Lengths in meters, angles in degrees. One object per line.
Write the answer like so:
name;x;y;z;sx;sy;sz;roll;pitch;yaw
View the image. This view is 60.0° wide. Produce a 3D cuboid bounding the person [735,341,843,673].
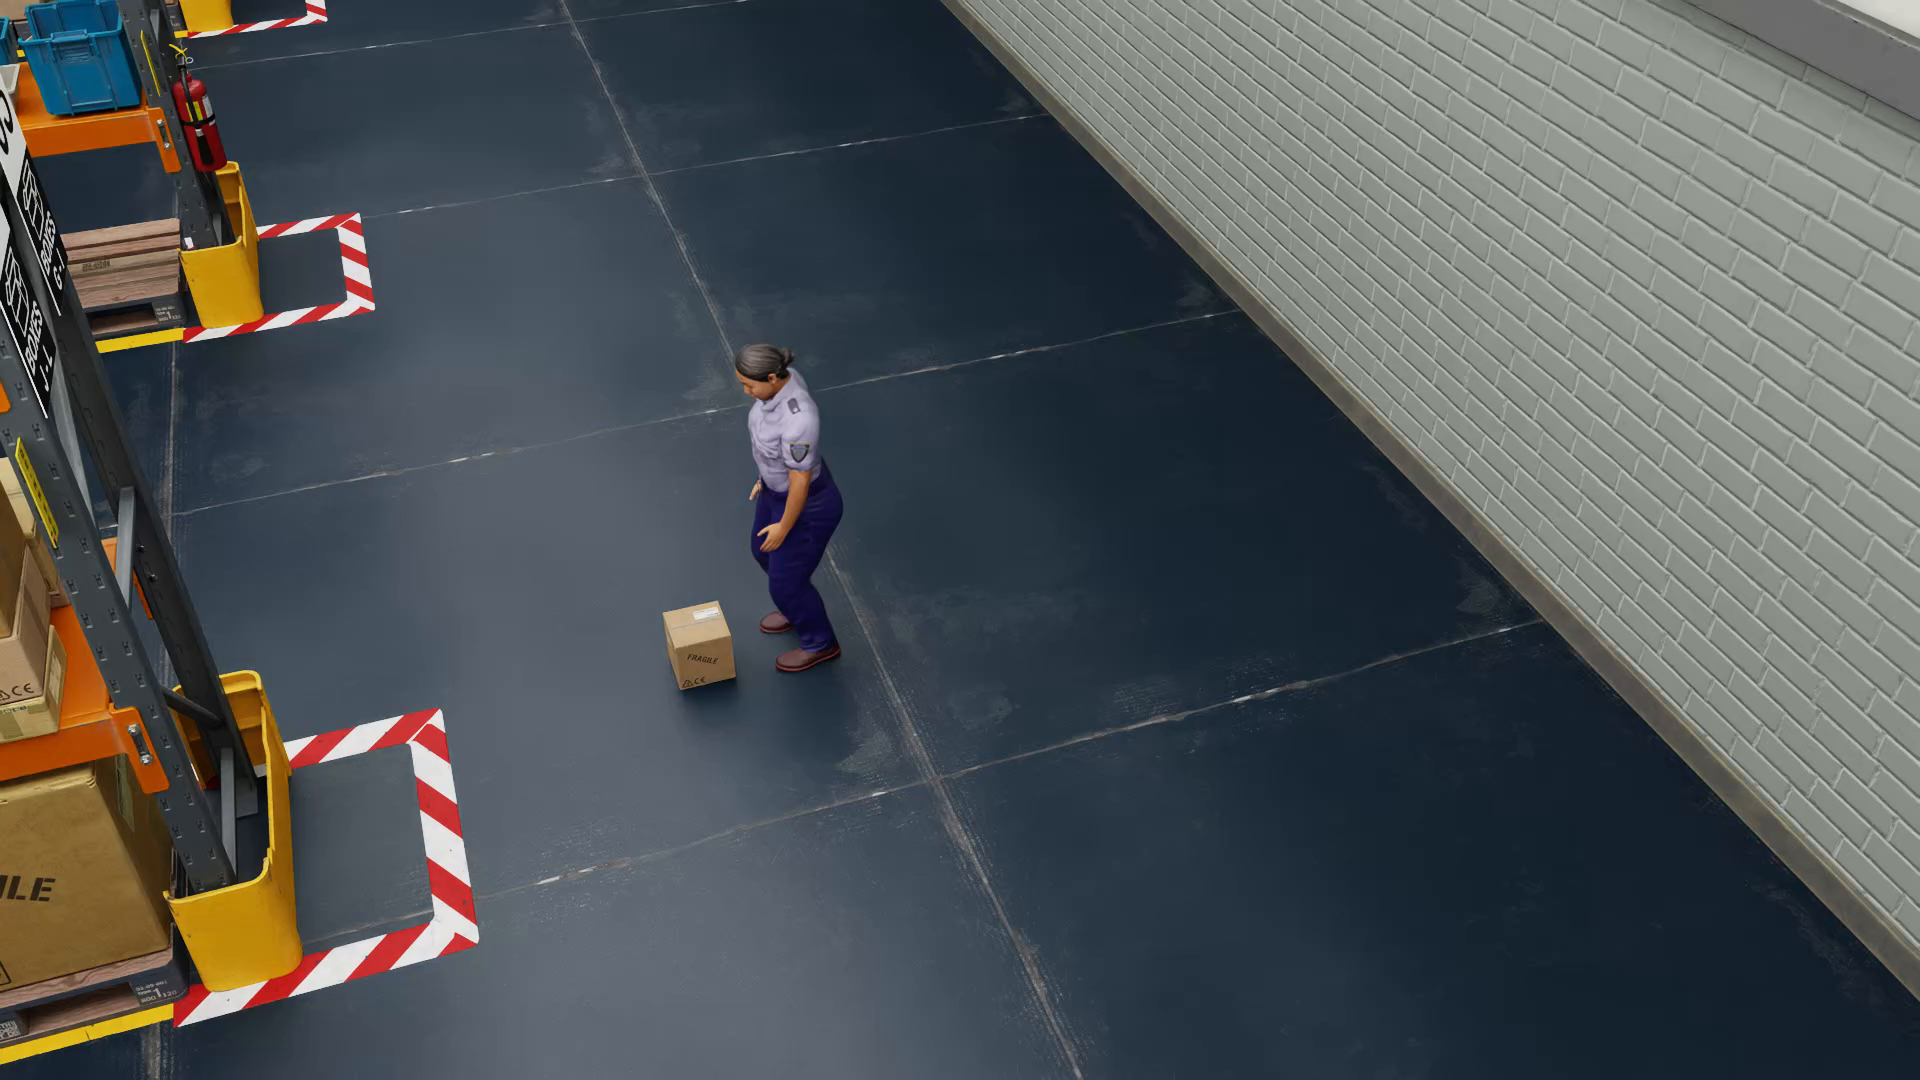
person;-0.703;-0.154;7.037;0.397;1.607;0.496;-12;39;-15
